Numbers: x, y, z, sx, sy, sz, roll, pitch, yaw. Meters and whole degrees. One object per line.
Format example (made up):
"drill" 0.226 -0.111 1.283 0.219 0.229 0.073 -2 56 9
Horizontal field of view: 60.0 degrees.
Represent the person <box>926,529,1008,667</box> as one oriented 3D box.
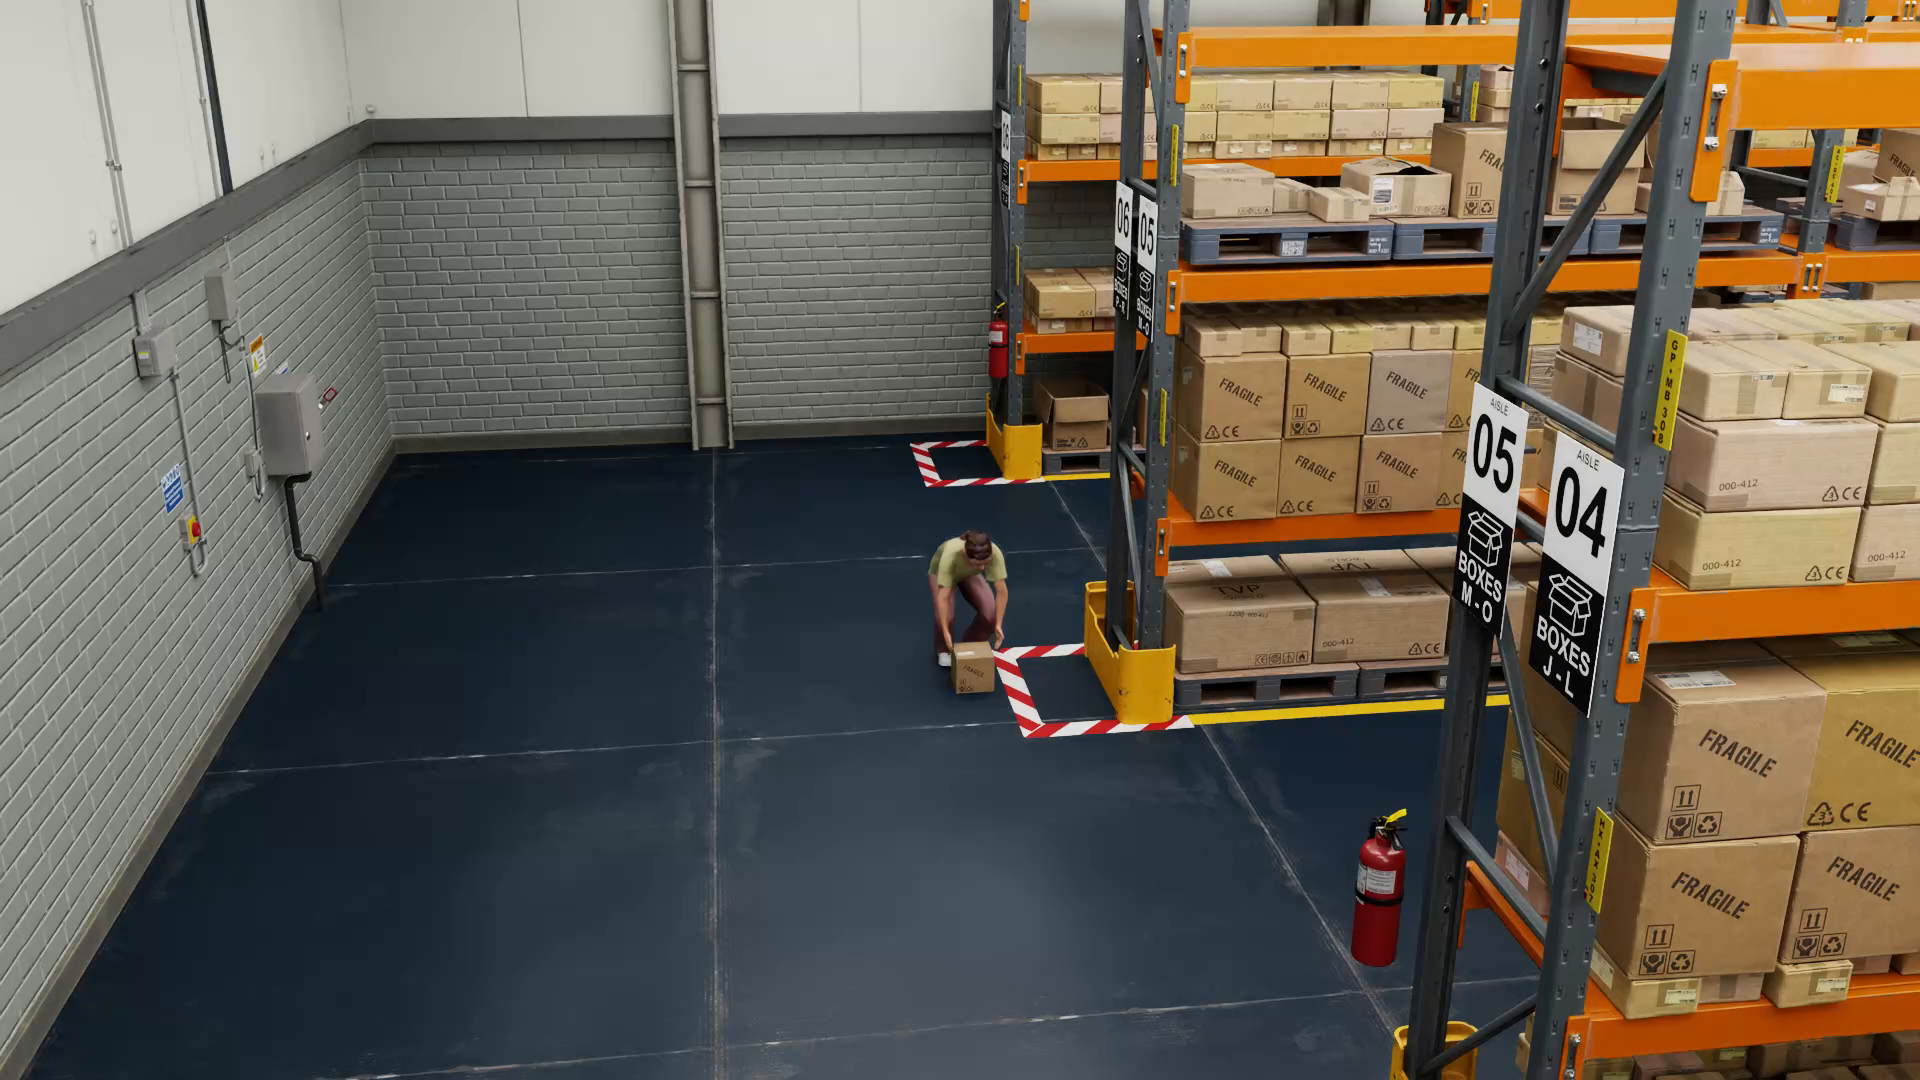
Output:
"person" 0.048 0.345 11.085 0.491 1.023 0.777 -4 20 -10
